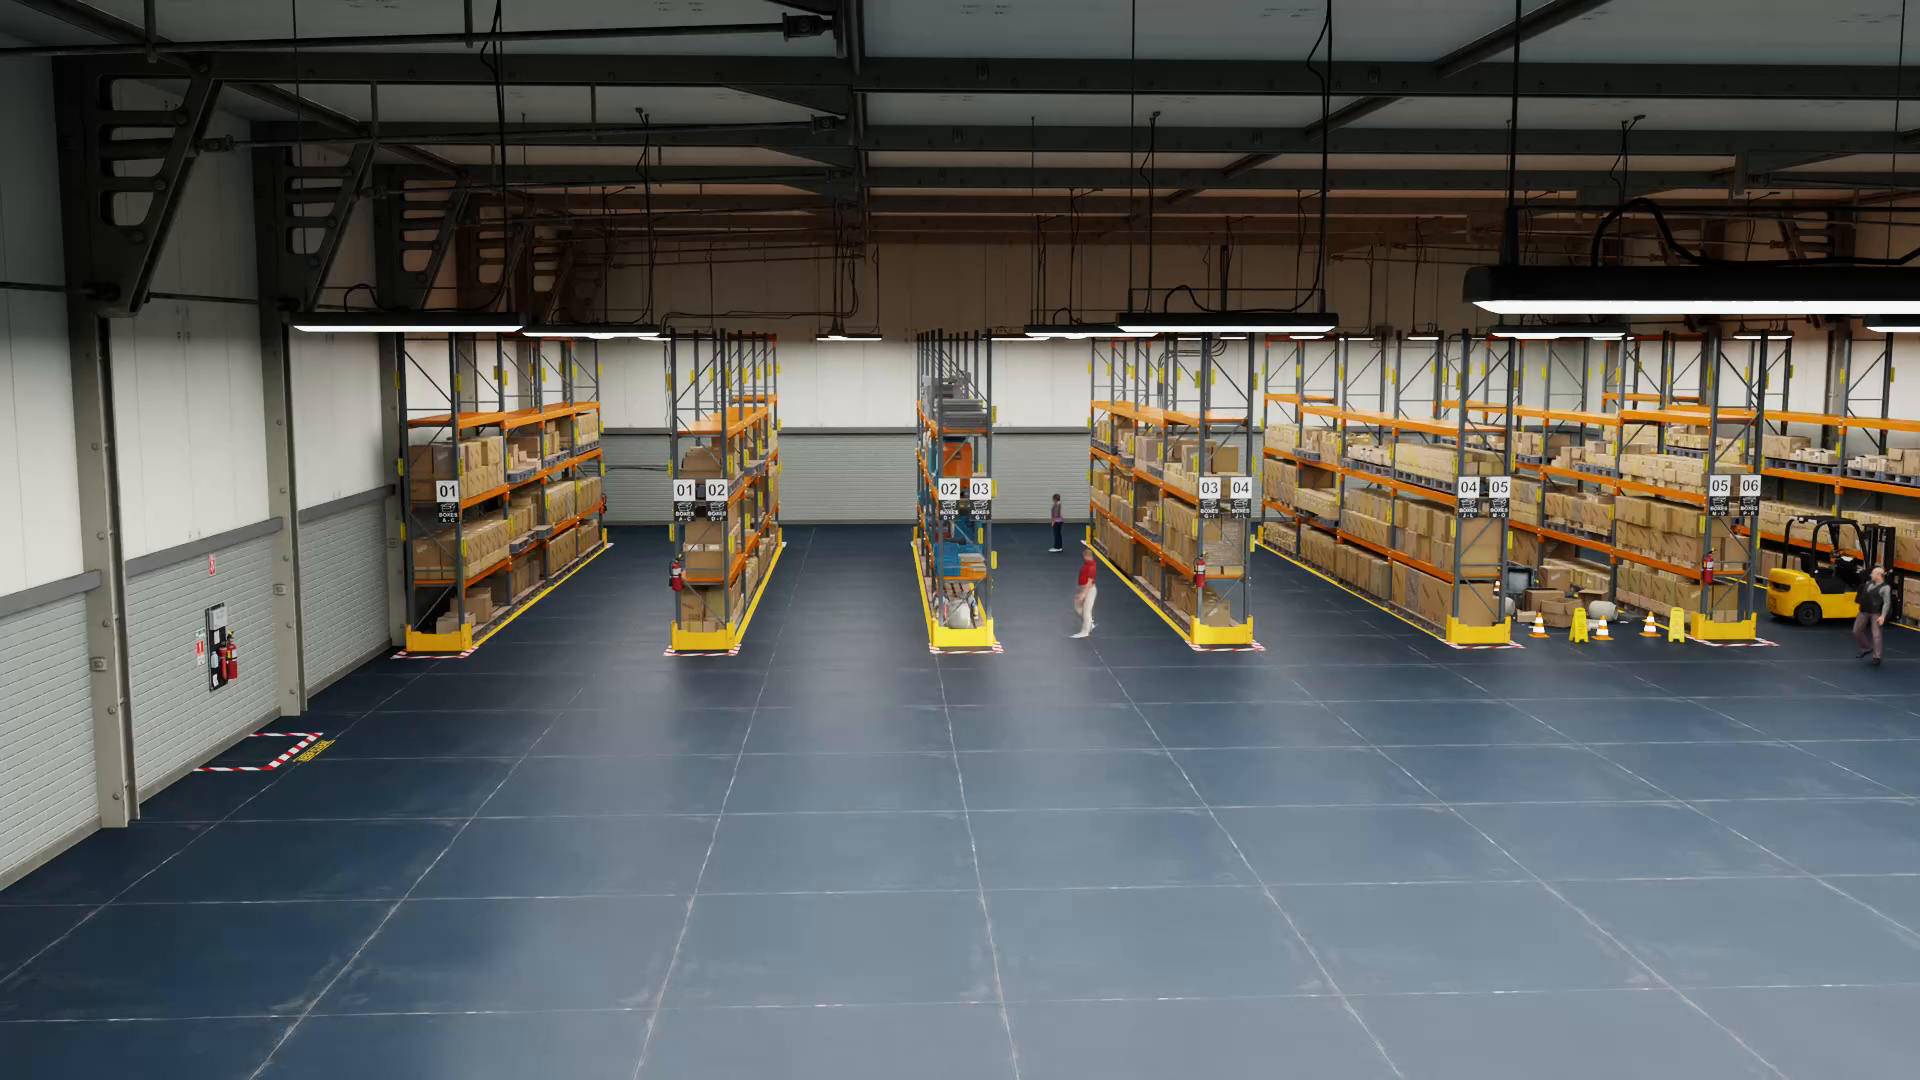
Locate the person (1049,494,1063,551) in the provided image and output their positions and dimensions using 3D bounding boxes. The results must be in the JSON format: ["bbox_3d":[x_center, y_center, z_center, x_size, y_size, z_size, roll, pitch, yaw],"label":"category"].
[{"bbox_3d":[2.641,-0.481,45.886,0.371,1.611,0.431,0,7,0],"label":"person"}]

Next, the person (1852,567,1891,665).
[{"bbox_3d":[16.414,1.346,29.905,0.479,1.718,0.616,-4,8,-29],"label":"person"}]

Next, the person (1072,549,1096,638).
[{"bbox_3d":[2.435,1.046,32.563,0.535,1.756,0.601,-2,7,-15],"label":"person"}]
